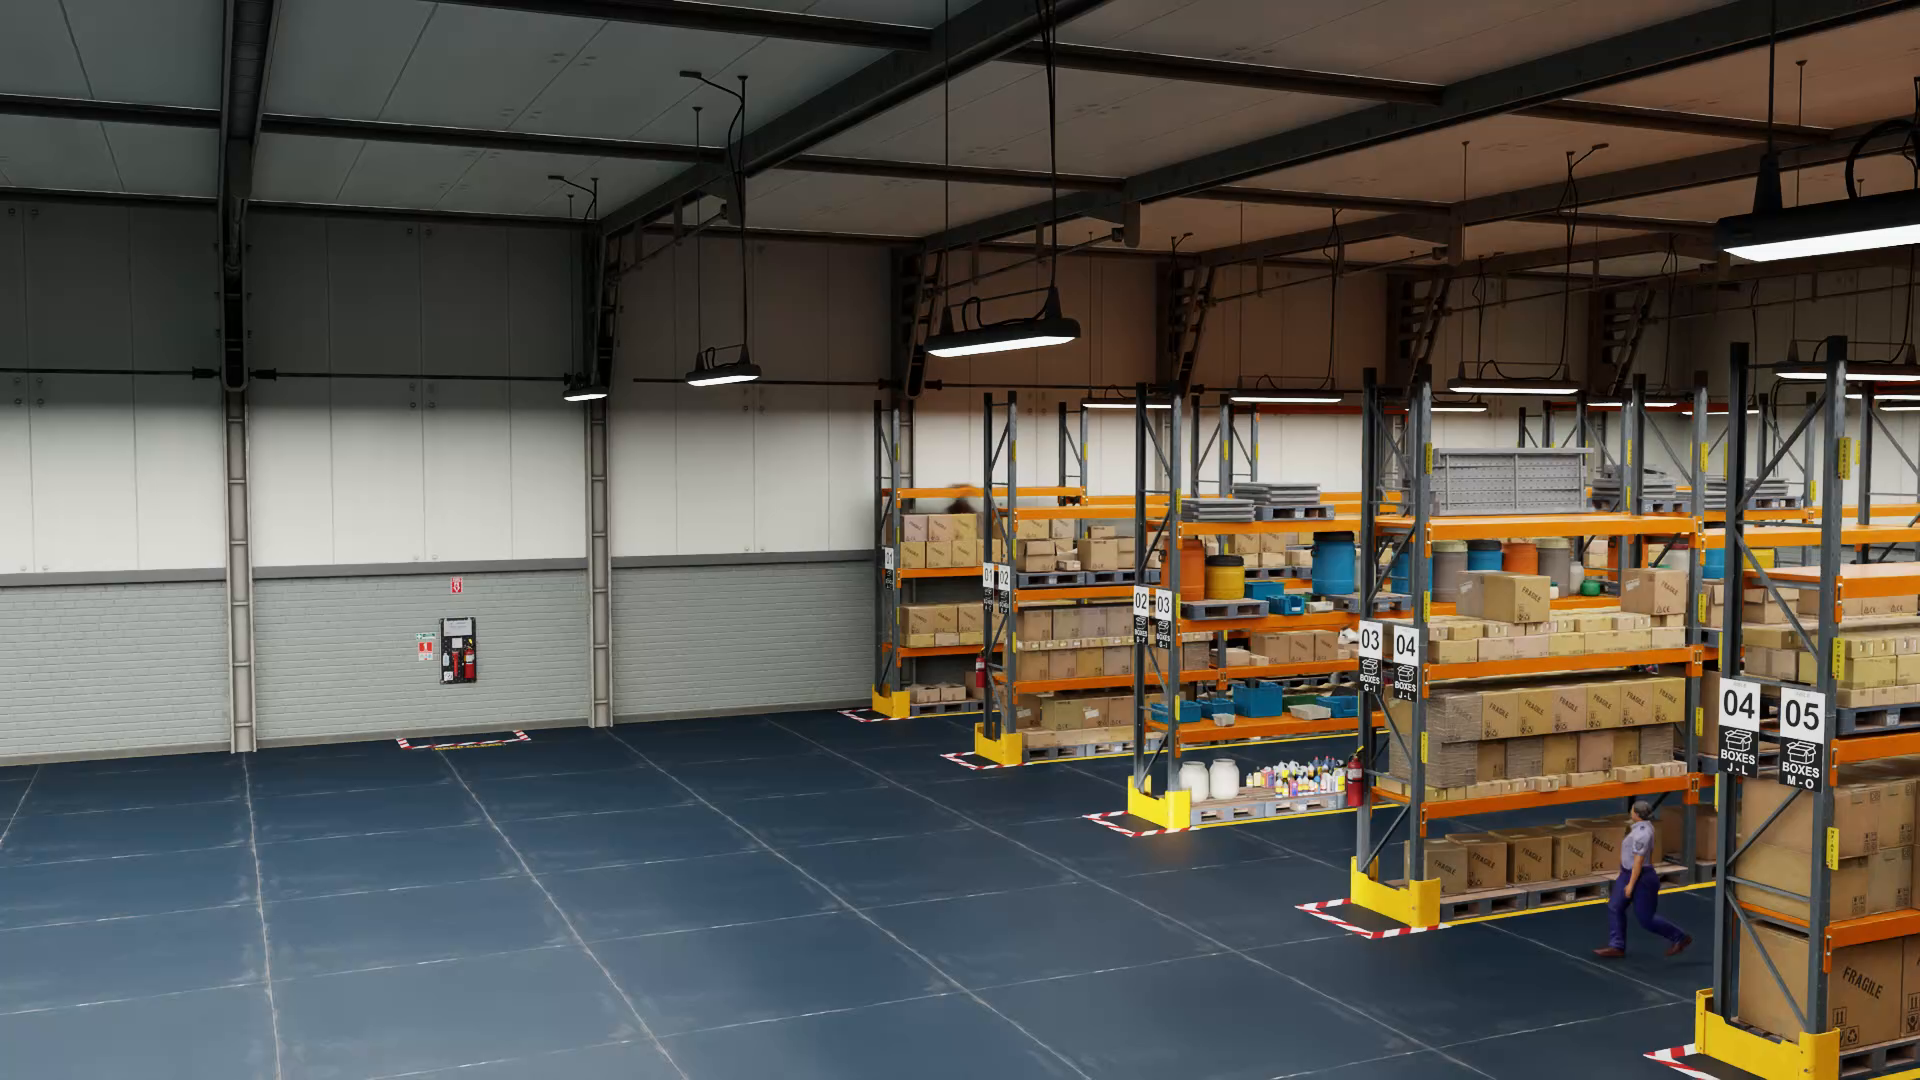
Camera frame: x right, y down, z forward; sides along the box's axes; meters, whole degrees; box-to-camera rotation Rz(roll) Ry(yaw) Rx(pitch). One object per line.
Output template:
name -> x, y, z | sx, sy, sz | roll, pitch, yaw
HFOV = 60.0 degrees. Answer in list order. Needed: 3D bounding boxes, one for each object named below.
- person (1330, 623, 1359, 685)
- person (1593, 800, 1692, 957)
person -> 7.687, 2.368, 33.225 | 1.072, 1.728, 0.573 | -2, 4, -28
person -> 6.811, 3.381, 16.552 | 0.876, 1.611, 0.464 | 0, 3, -1
